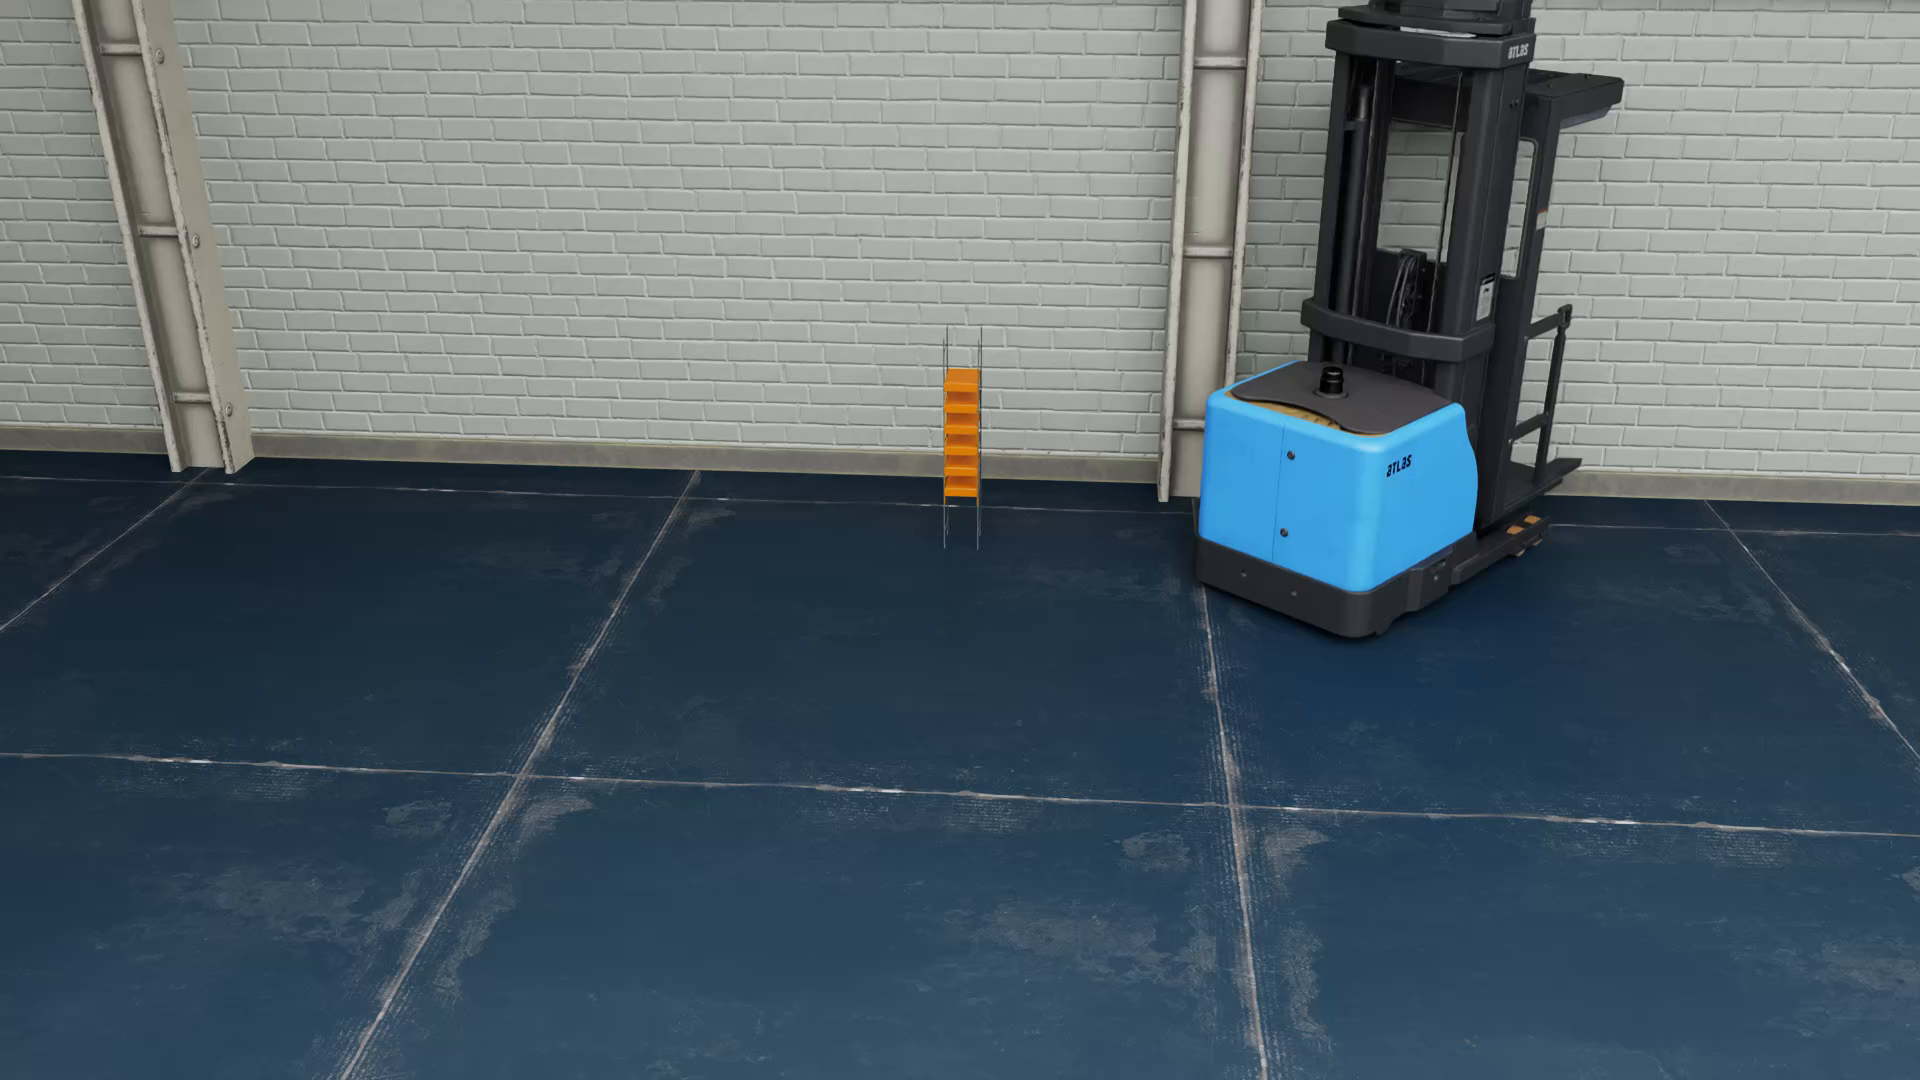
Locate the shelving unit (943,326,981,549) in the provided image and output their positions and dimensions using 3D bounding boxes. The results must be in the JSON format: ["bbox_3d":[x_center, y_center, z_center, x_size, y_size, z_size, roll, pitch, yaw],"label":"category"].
[{"bbox_3d":[-11.026,-0.020,7.140,21.905,1.800,5.752,2,25,4],"label":"shelving unit"}]

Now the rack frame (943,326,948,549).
[{"bbox_3d":[-0.077,-0.548,9.005,0.006,1.200,0.240,2,25,4],"label":"rack frame"}]

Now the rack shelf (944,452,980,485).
[{"bbox_3d":[0.014,-0.395,9.067,0.180,0.103,0.258,2,25,4],"label":"rack shelf"}]

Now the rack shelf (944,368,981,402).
[{"bbox_3d":[0.014,-0.831,8.866,0.180,0.103,0.258,2,25,4],"label":"rack shelf"}]
